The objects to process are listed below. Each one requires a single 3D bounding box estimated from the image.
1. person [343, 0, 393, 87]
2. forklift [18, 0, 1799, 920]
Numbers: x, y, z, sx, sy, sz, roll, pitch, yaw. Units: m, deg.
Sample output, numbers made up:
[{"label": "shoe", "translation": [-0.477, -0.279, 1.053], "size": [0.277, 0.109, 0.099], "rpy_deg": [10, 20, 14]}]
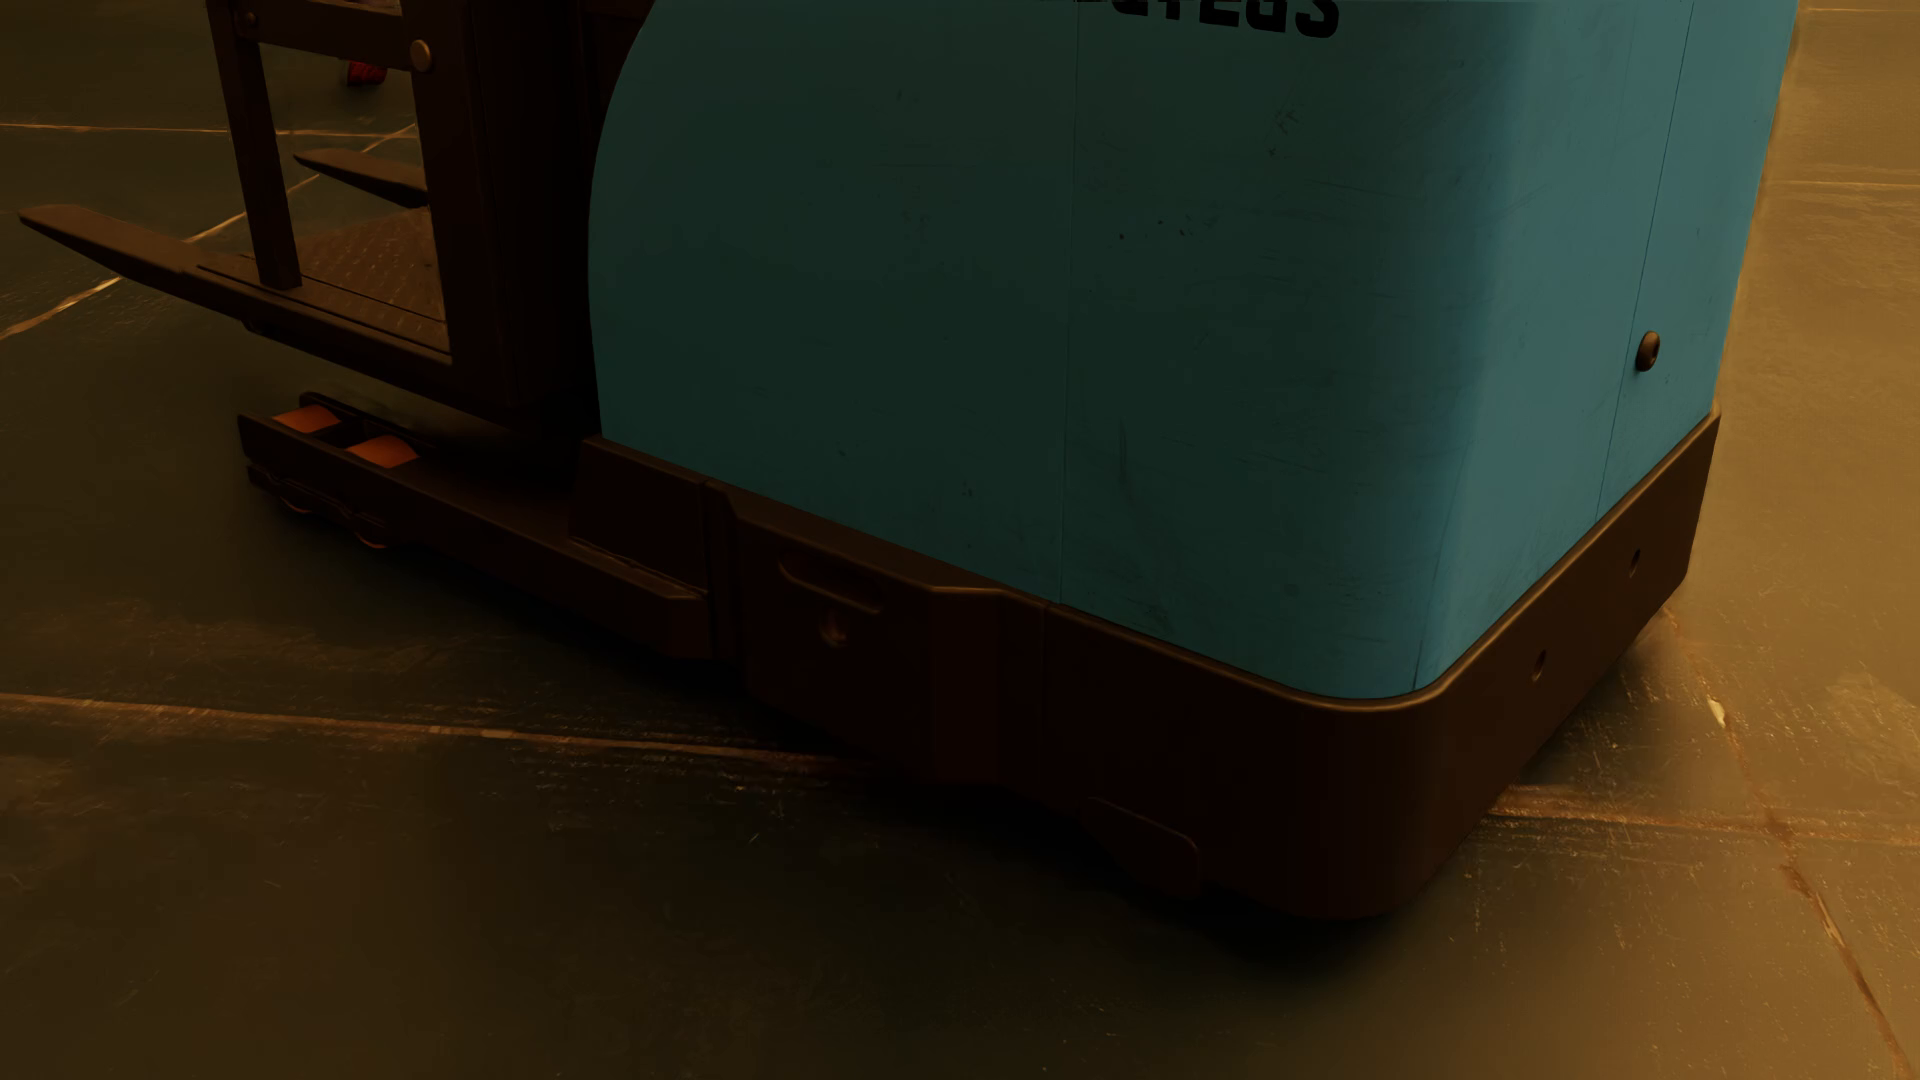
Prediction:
[{"label": "person", "translation": [-1.933, -2.136, 5.095], "size": [1.026, 1.569, 0.776], "rpy_deg": [-10, 28, -20]}, {"label": "forklift", "translation": [-0.481, -1.463, 2.149], "size": [3.031, 2.935, 1.130], "rpy_deg": [19, 32, 34]}]
